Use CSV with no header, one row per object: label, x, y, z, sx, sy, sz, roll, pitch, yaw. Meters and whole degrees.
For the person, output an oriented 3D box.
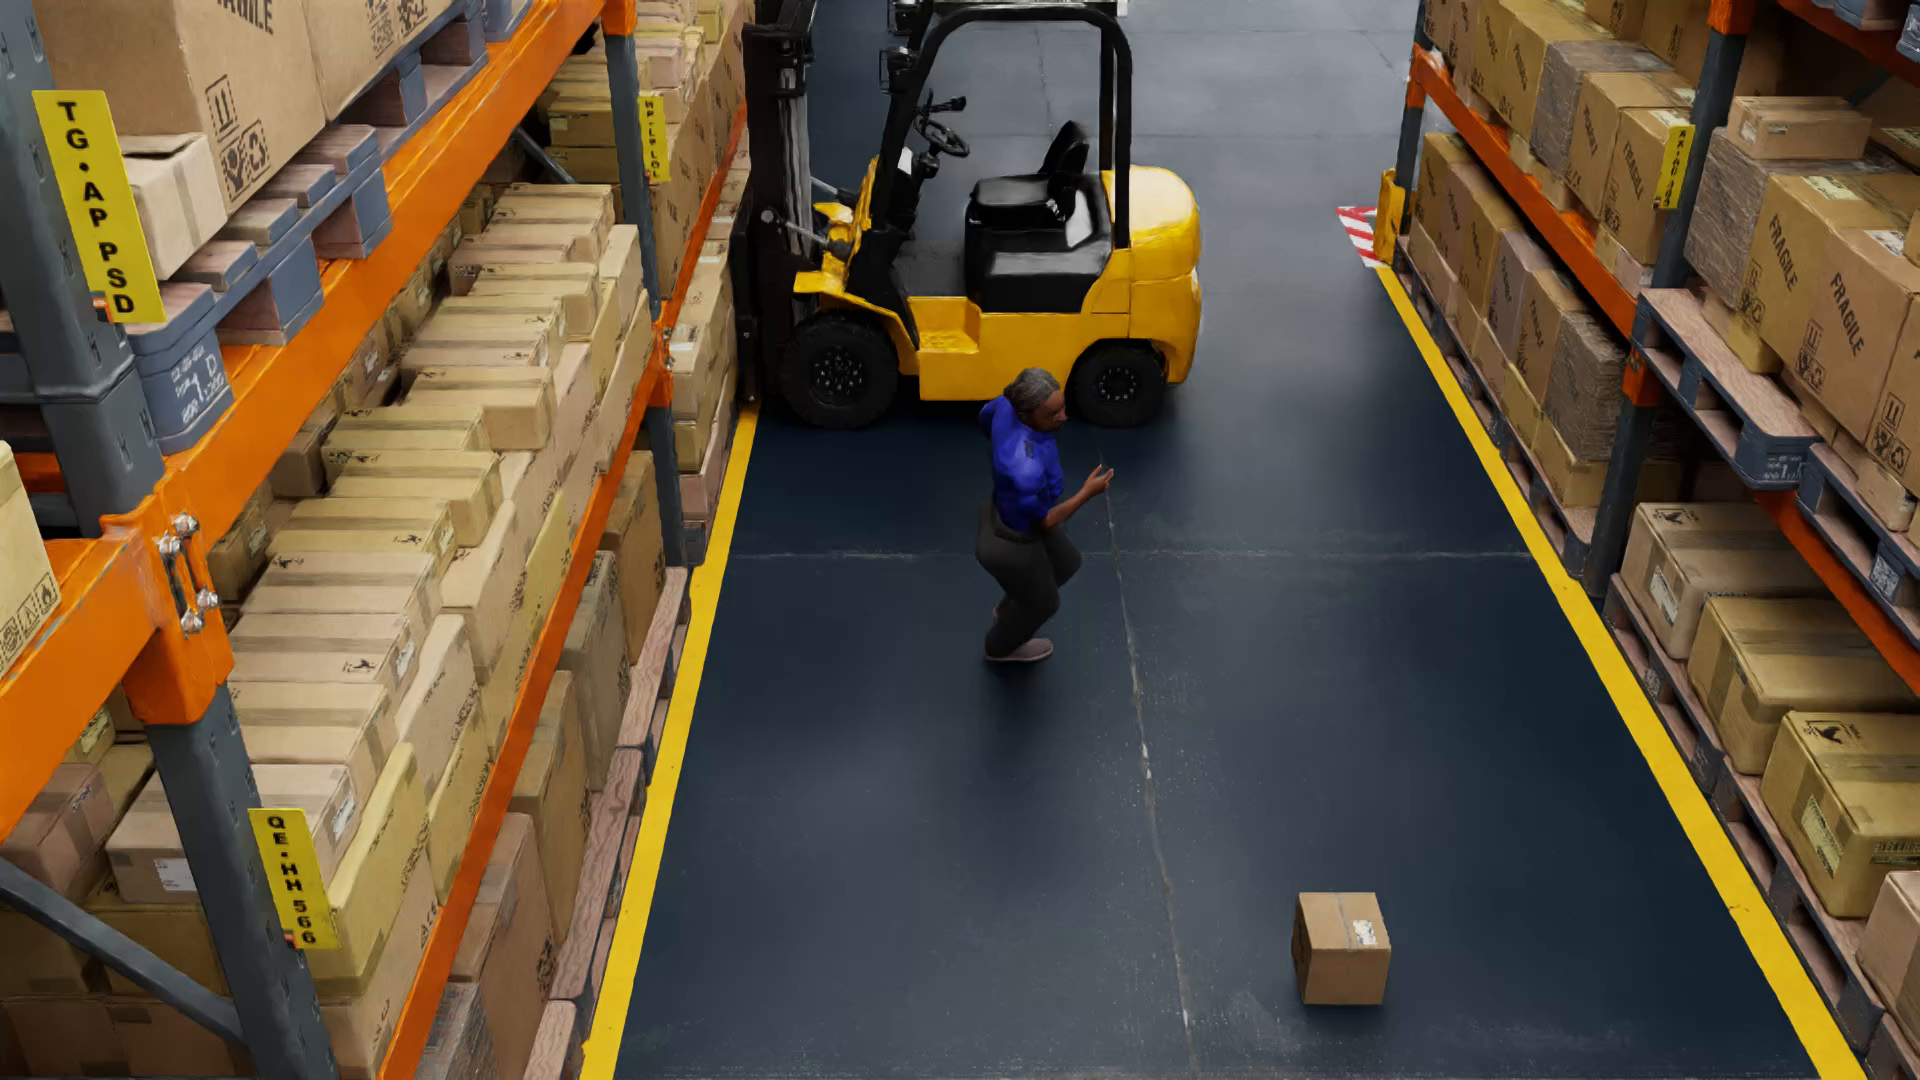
person,0.312,-0.088,6.384,0.527,1.538,0.857,-1,32,-2
